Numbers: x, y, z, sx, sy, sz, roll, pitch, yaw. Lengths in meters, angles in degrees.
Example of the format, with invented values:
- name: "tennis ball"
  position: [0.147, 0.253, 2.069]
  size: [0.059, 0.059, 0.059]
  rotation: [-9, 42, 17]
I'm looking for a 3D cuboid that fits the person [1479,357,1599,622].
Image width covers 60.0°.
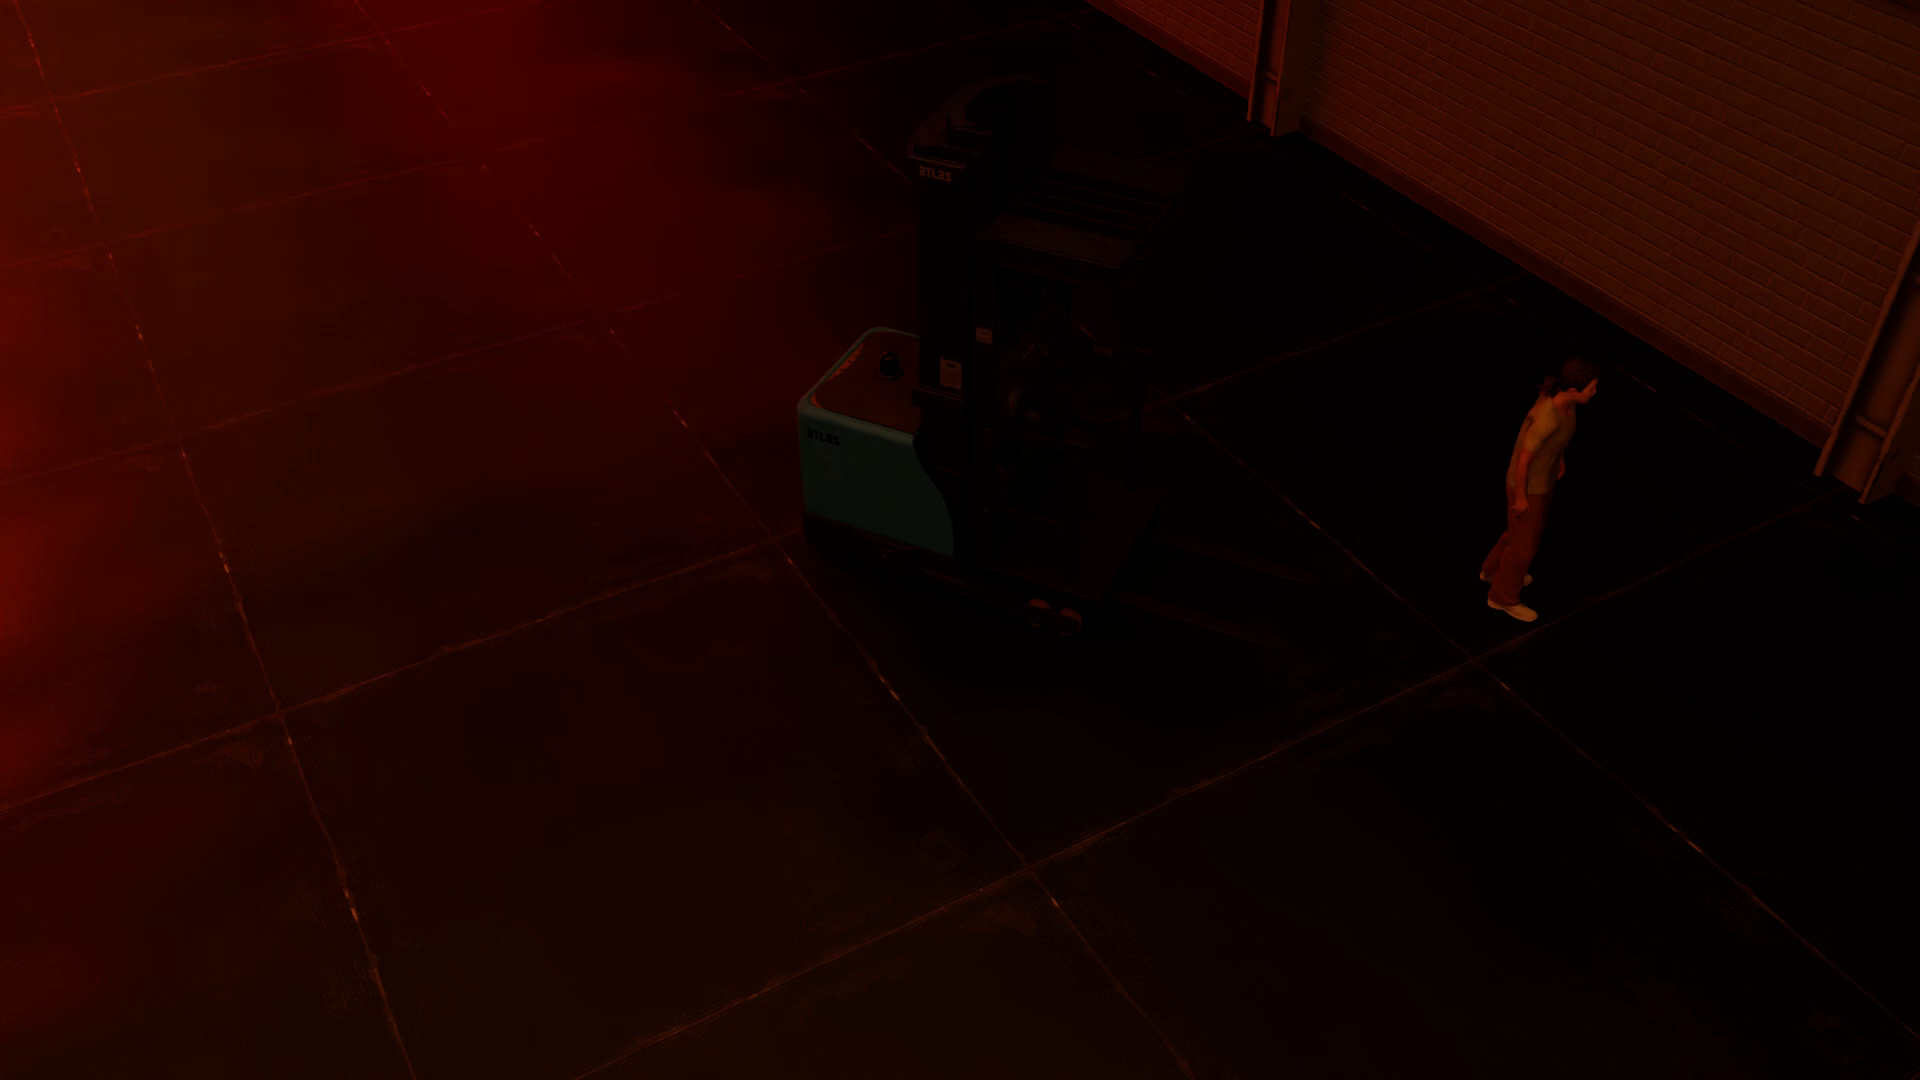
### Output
- name: "person"
  position: [3.298, -0.325, 9.421]
  size: [0.429, 1.664, 0.563]
  rotation: [23, 45, 26]

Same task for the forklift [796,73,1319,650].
- name: "forklift"
  position: [0.589, -0.956, 9.189]
  size: [3.031, 2.935, 1.130]
  rotation: [17, 43, 19]
